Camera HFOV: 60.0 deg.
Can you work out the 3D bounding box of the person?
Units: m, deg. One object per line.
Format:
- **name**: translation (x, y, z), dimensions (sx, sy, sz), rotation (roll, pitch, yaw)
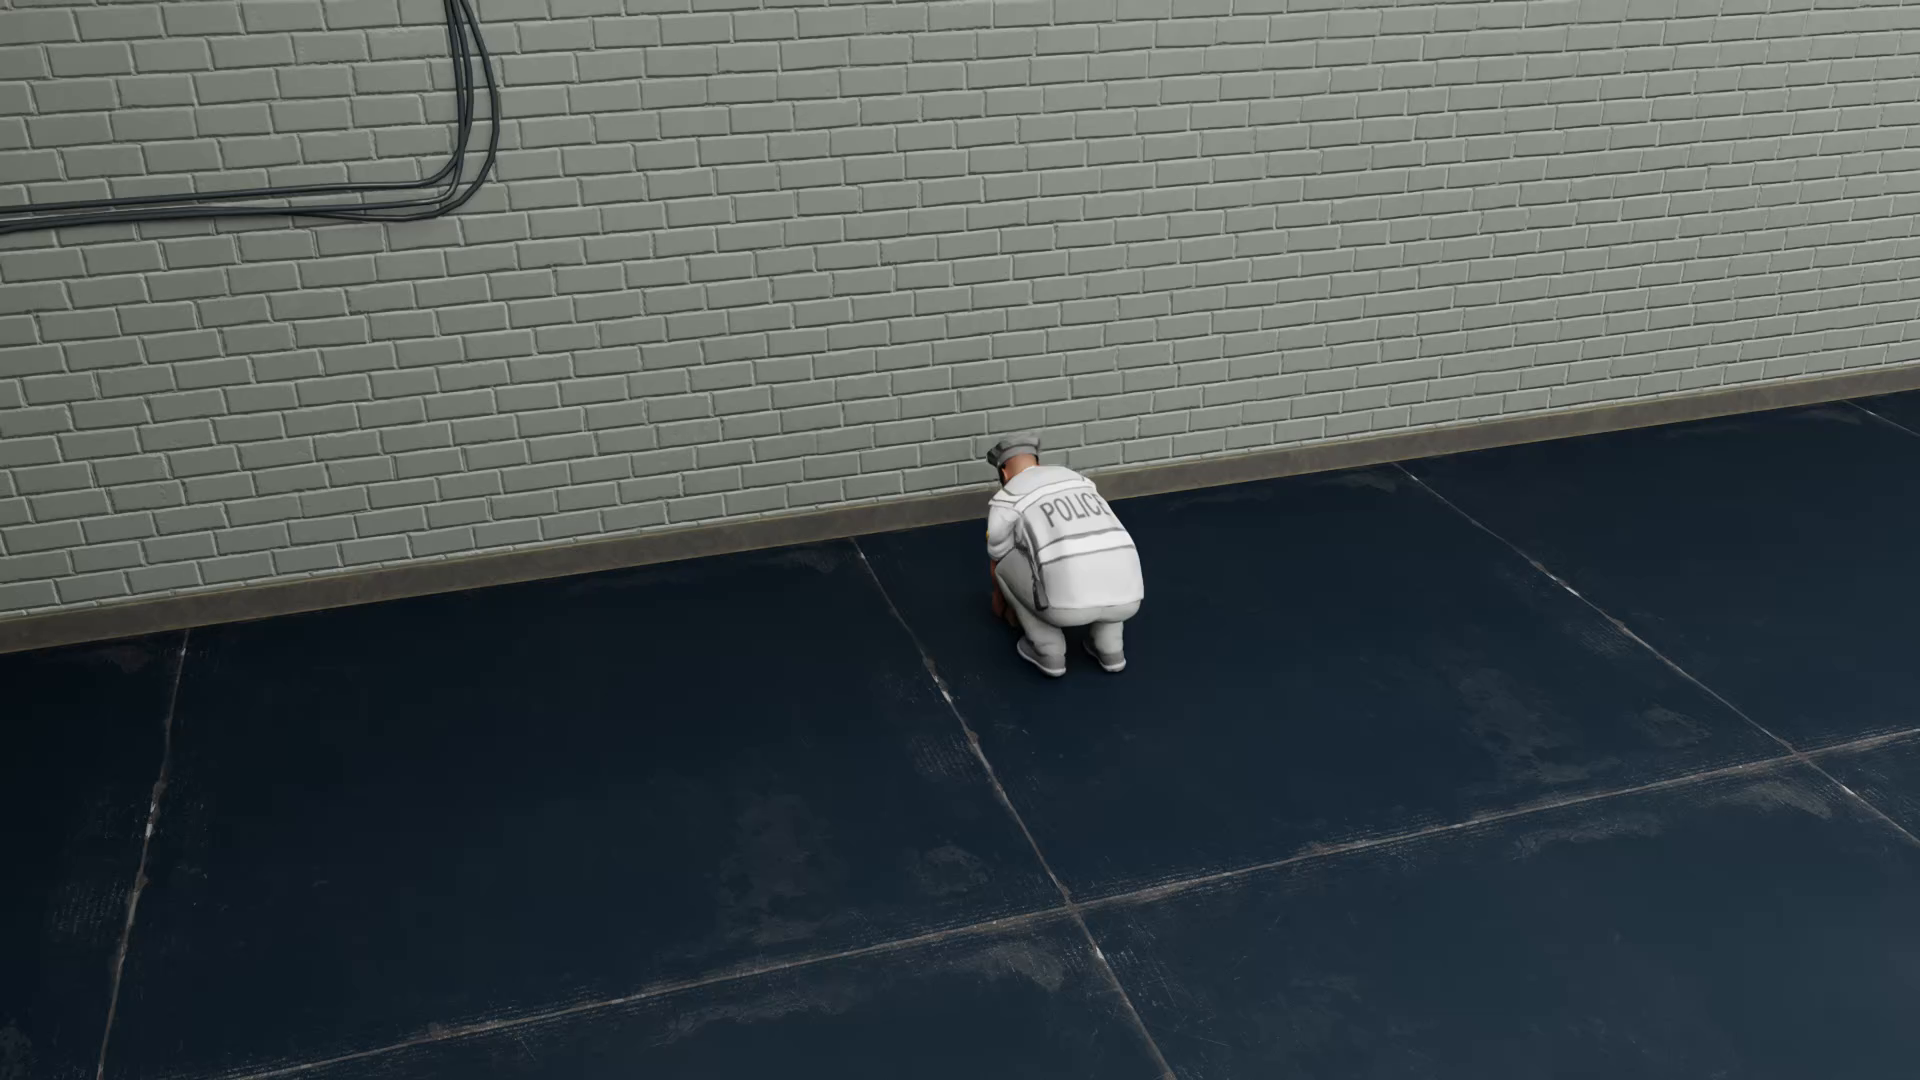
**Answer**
- **person**: translation (0.413, 0.095, 7.017), dimensions (0.549, 0.895, 0.974), rotation (-8, 27, -16)
